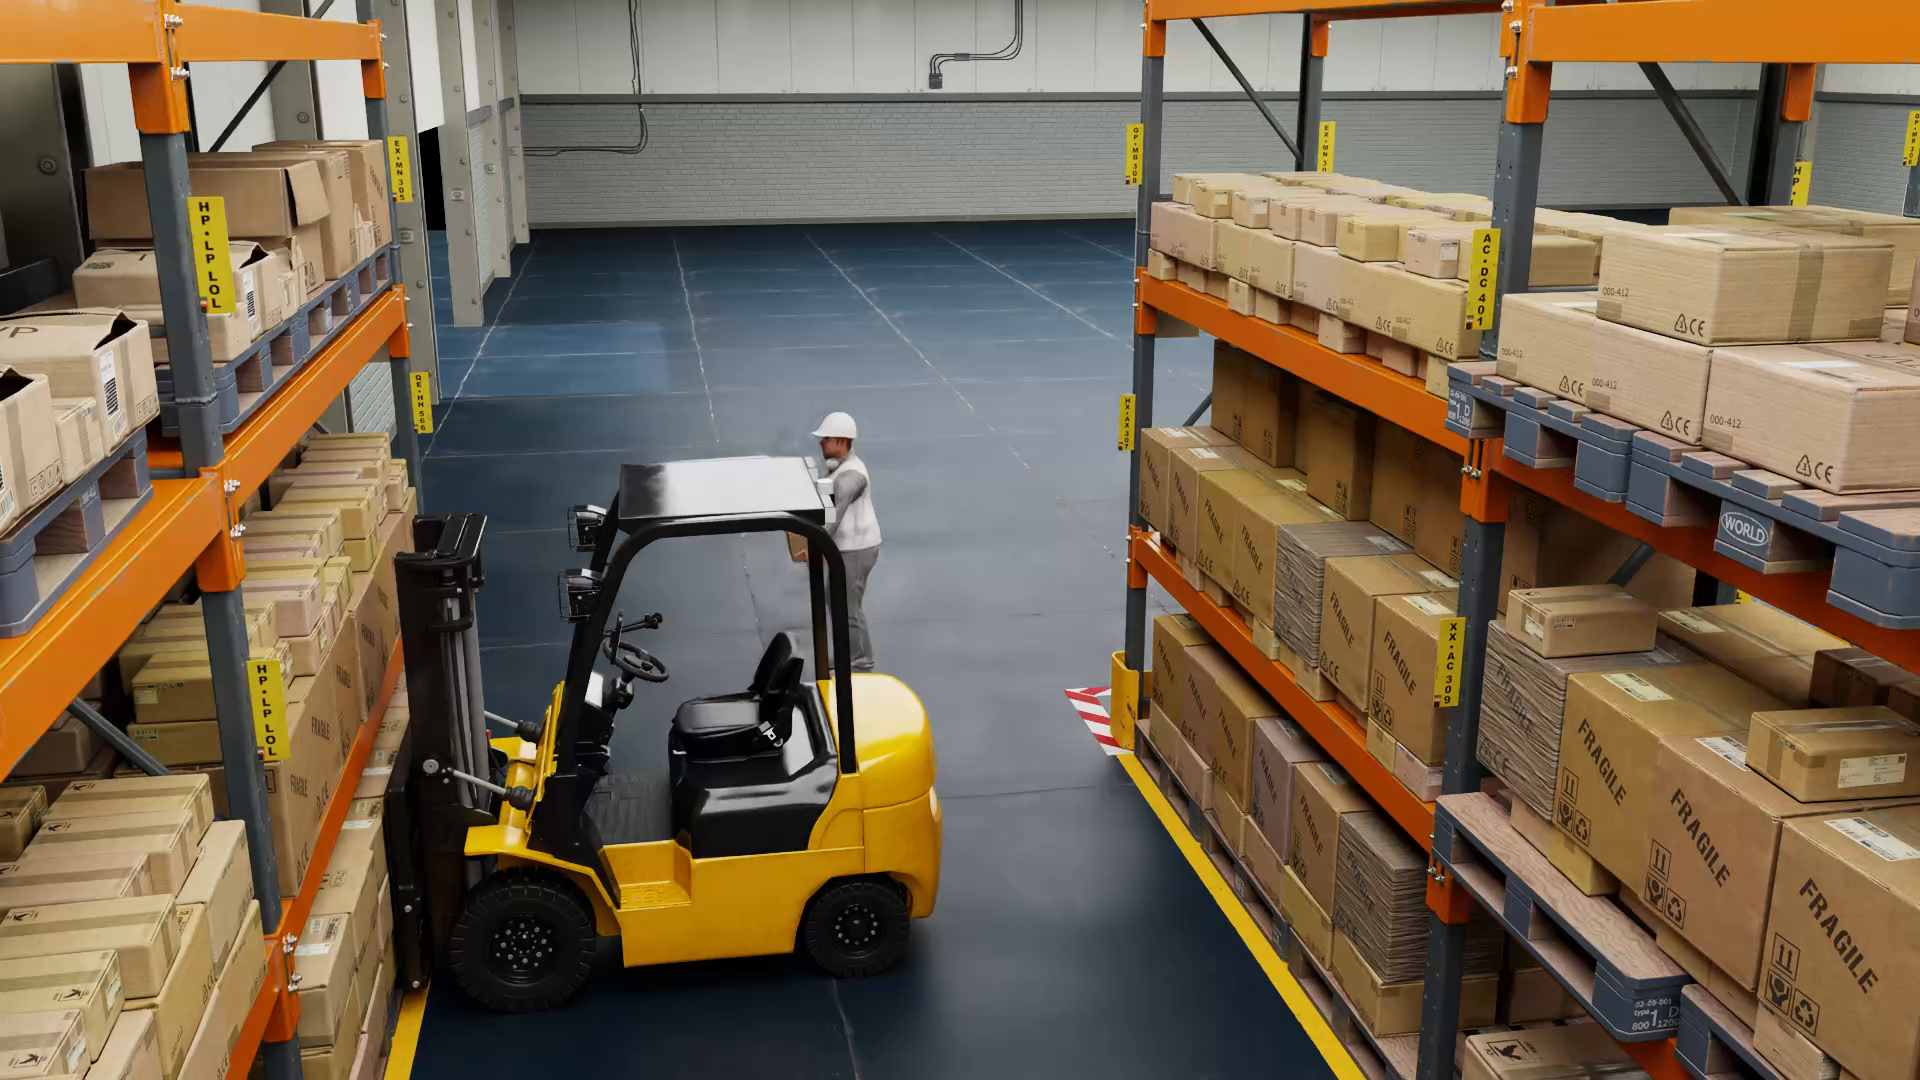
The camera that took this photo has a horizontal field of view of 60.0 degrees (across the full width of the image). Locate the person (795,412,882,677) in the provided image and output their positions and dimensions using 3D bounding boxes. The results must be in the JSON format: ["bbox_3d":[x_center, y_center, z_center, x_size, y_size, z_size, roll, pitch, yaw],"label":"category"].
[{"bbox_3d":[-0.805,0.038,10.874,0.571,1.769,0.490,-3,17,-11],"label":"person"}]
